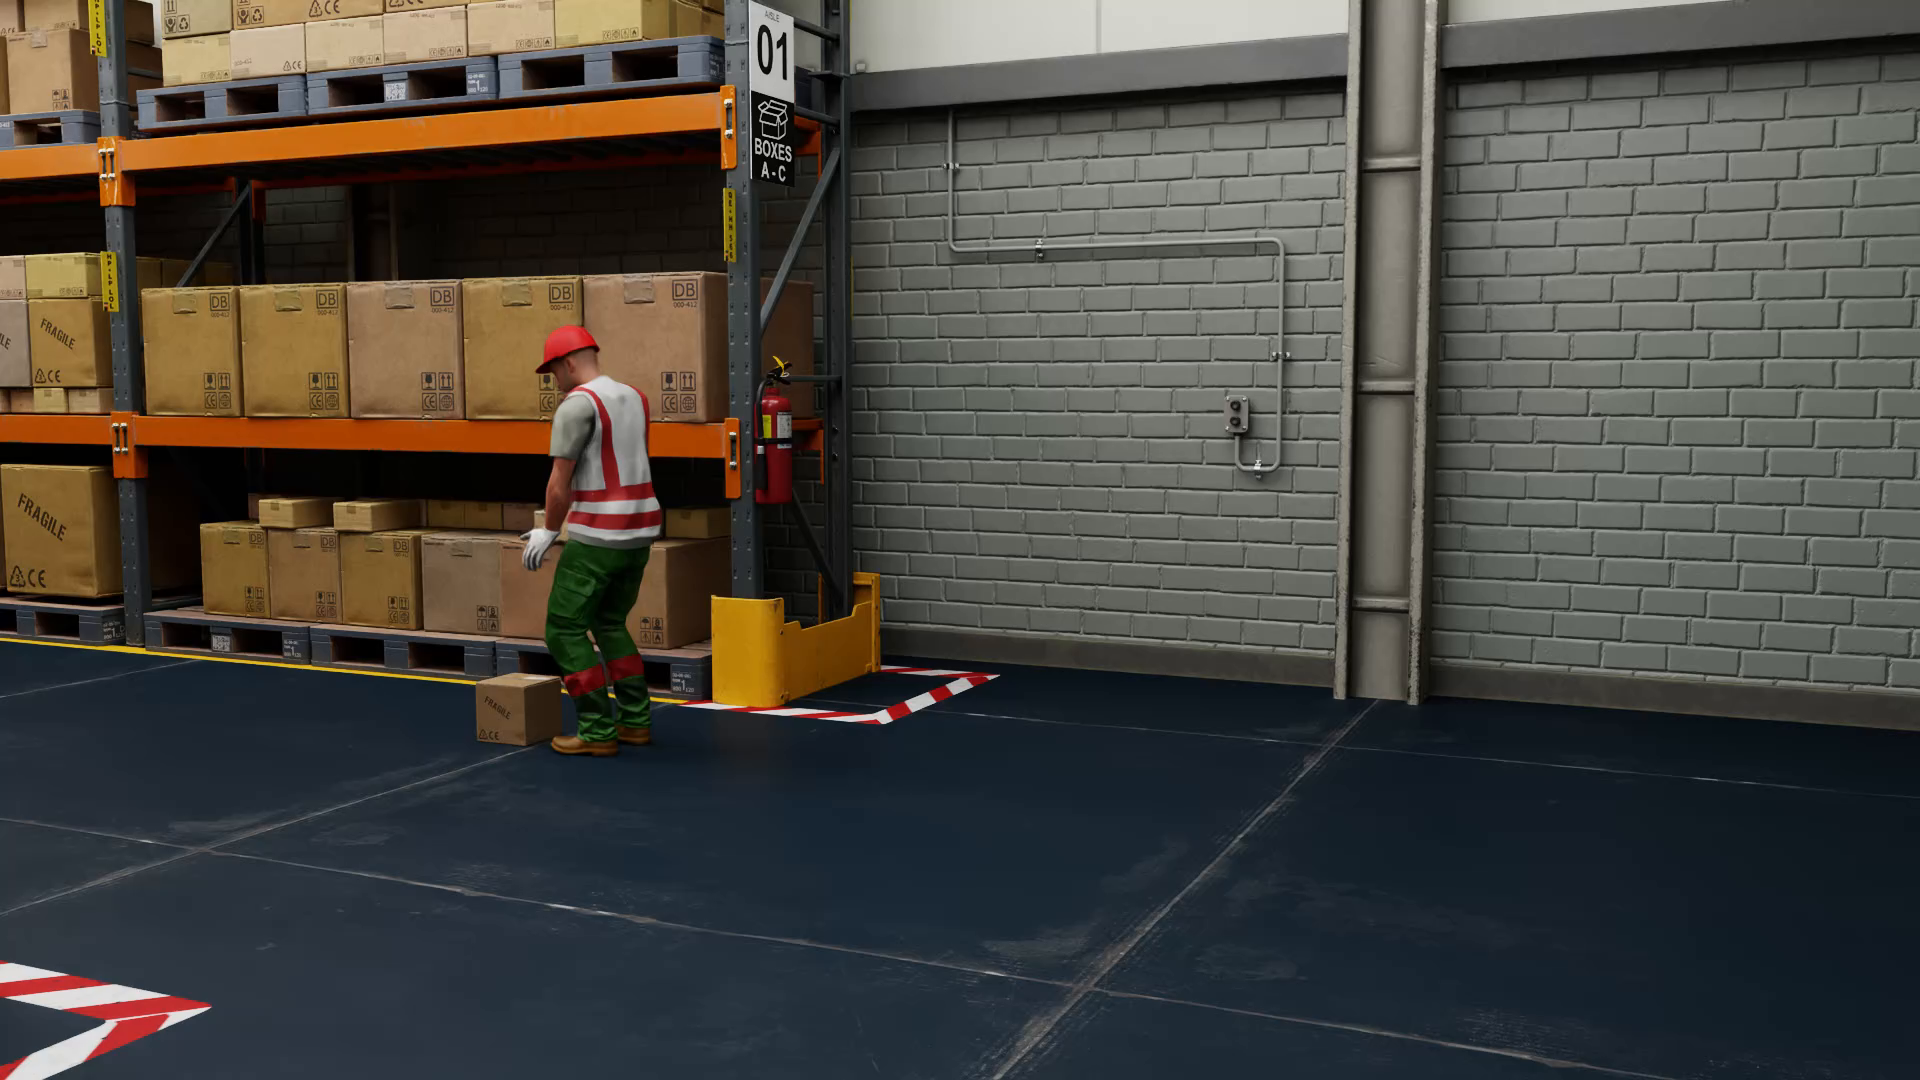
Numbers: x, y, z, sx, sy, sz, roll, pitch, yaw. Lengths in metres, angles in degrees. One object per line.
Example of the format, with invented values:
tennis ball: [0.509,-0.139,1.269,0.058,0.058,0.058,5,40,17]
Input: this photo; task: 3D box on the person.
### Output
person: [-1.480,-0.002,6.723,0.477,1.724,0.547,3,6,25]
